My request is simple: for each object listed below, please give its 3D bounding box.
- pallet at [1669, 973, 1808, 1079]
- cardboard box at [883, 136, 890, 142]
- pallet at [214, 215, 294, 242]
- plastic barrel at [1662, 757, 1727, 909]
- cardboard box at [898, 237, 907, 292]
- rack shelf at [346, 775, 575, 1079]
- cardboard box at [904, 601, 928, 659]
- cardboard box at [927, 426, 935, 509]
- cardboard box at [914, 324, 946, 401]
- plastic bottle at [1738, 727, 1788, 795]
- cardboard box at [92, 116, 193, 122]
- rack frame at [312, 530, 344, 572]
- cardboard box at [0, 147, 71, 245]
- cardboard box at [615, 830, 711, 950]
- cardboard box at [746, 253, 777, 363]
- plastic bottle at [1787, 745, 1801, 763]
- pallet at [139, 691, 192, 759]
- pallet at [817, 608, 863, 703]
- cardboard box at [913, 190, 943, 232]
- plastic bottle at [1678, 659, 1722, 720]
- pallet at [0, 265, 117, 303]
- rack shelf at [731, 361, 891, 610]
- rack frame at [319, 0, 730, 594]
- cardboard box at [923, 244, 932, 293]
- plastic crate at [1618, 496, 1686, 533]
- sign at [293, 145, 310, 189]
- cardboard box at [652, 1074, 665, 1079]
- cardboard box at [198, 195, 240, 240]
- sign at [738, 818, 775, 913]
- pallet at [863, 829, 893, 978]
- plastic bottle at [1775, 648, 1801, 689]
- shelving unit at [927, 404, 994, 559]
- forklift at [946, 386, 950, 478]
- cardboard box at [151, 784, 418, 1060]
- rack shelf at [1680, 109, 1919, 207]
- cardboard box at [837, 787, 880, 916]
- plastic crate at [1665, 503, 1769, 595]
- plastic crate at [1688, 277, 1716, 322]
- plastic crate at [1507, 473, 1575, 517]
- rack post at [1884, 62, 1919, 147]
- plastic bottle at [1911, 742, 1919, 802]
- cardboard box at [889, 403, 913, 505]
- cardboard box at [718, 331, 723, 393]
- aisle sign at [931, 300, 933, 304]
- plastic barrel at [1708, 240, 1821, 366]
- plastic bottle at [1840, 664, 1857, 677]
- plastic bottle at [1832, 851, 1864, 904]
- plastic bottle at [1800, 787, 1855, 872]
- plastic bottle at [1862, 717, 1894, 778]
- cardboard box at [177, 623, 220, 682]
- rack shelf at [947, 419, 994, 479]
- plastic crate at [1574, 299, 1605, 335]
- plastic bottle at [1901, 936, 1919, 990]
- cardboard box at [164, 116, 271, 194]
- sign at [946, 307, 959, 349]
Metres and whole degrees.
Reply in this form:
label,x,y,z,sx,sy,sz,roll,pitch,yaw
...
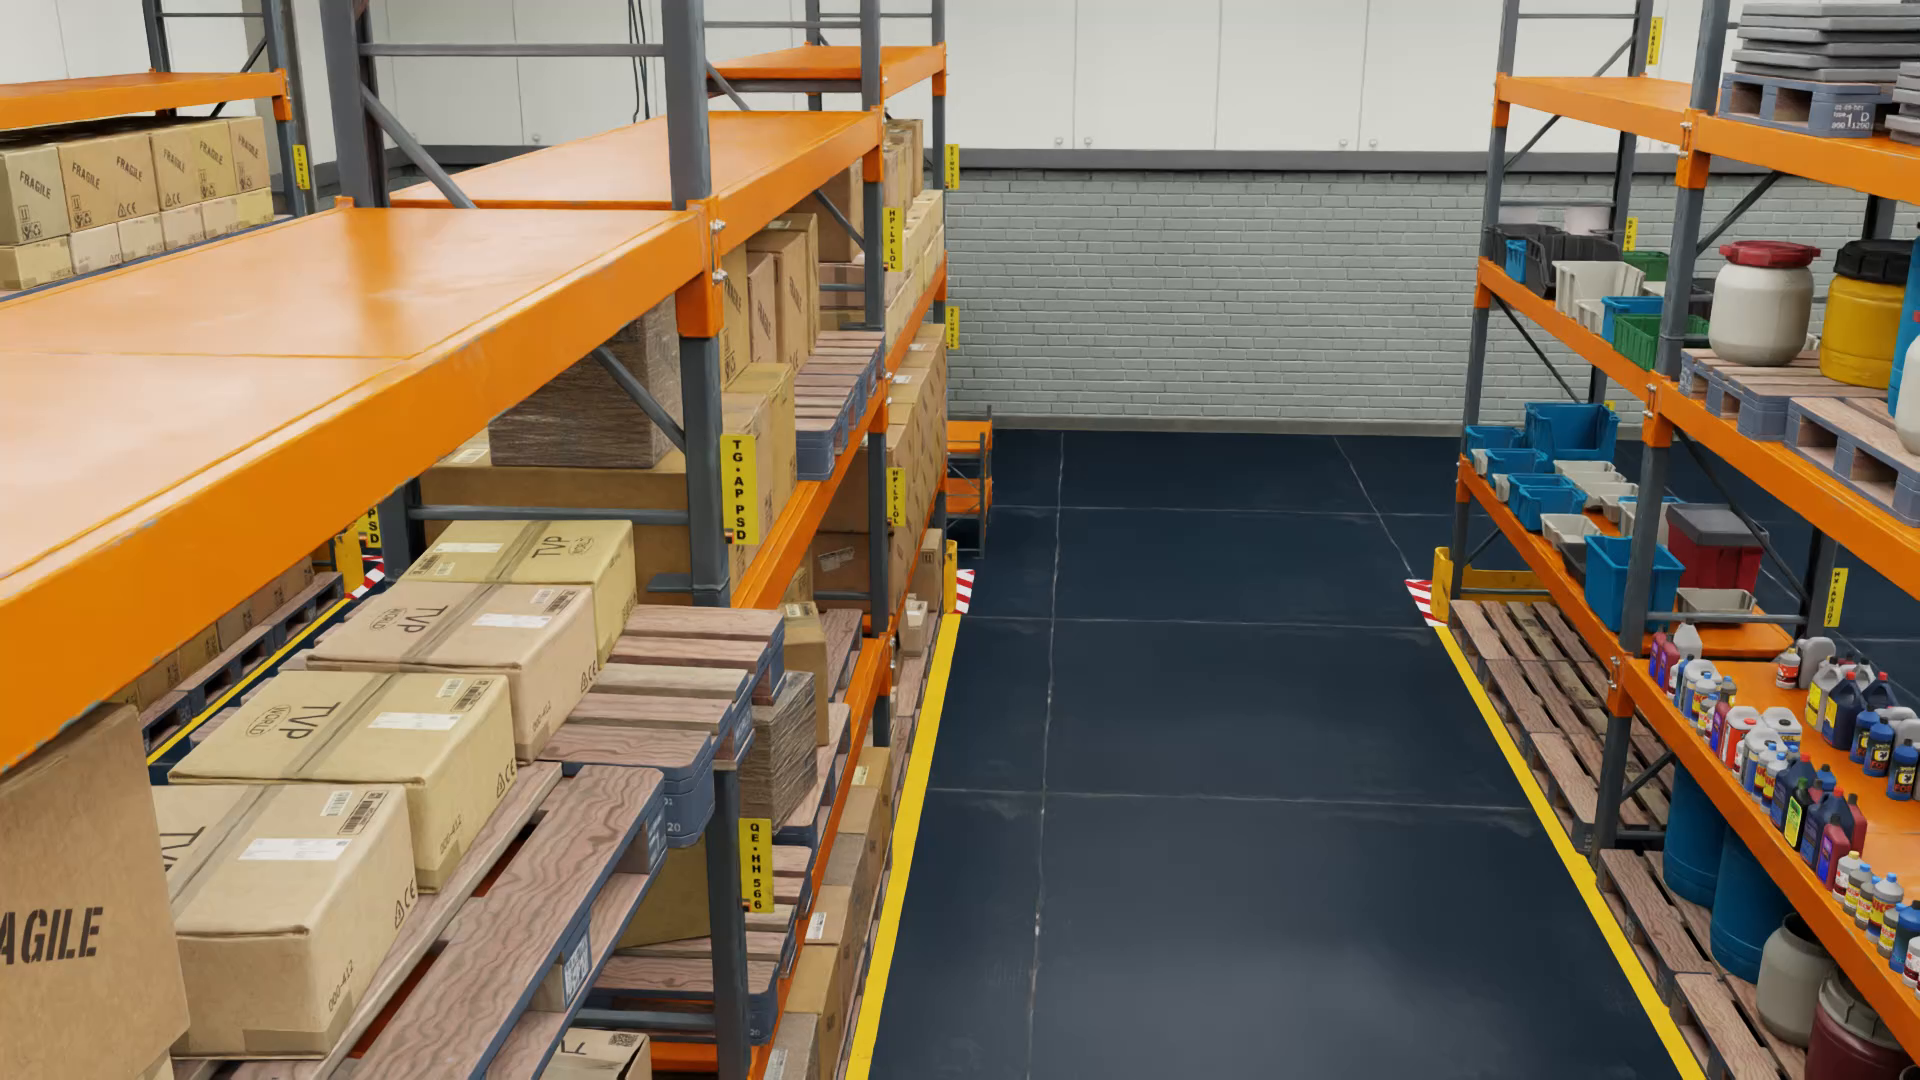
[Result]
label,x,y,z,sx,sy,sz,roll,pitch,yaw
pallet,3.861,2.364,7.369,1.003,0.211,1.213,1,18,4
cardboard box,-0.810,-2.258,10.412,0.700,0.500,0.500,1,18,4
pallet,-5.595,-2.196,12.132,1.003,0.211,1.213,1,18,4
plastic barrel,3.987,1.387,8.570,0.600,0.901,0.708,1,18,4
cardboard box,-0.581,-1.584,9.560,0.500,0.250,0.500,1,18,4
rack shelf,-1.328,1.089,3.122,1.077,0.370,4.000,1,18,4
cardboard box,-0.502,0.633,11.884,0.500,0.250,0.500,1,18,4
cardboard box,-0.447,-0.520,11.532,0.500,0.500,0.500,1,18,4
cardboard box,-0.369,-1.312,12.343,0.500,0.500,0.500,1,18,3
plastic bottle,3.546,0.974,7.332,0.152,0.276,0.135,1,18,4
cardboard box,-5.845,-2.779,11.972,0.500,0.500,0.500,1,18,2
rack frame,-5.552,-1.043,13.289,1.000,3.000,0.127,1,18,4
cardboard box,-5.508,-1.974,9.513,0.500,0.500,0.500,1,18,3
cardboard box,-1.252,1.106,5.896,0.700,0.500,0.500,-5,19,-15
cardboard box,-1.100,-0.842,6.863,0.600,0.600,0.600,1,18,2
plastic bottle,3.672,1.007,7.353,0.097,0.201,0.097,0,18,0
pallet,-5.706,1.290,10.648,1.003,0.211,1.213,1,18,4
pallet,-1.064,0.646,8.444,1.003,0.211,1.213,1,18,4
cardboard box,-0.394,-2.360,11.929,0.500,0.250,0.500,1,18,4
plastic bottle,3.603,0.728,8.083,0.152,0.276,0.135,1,18,4
pallet,-5.770,-1.438,9.819,1.003,0.211,1.213,1,18,4
rack shelf,-1.041,-0.154,6.913,1.077,0.370,4.000,1,18,4
rack frame,-1.185,-1.300,4.438,1.000,3.000,0.127,1,18,4
cardboard box,-0.455,-1.812,11.059,0.500,0.250,0.500,1,18,4
plastic crate,4.438,-0.127,10.667,0.416,0.233,0.300,1,18,4
sign,-5.012,-2.835,12.646,0.100,0.325,0.005,1,18,4
cardboard box,-1.352,1.860,6.533,0.500,0.250,0.500,2,18,6
cardboard box,-5.376,-2.249,11.559,0.500,0.250,0.500,1,18,2
sign,-0.631,1.012,5.158,0.100,0.325,0.005,1,18,4
pallet,-0.918,1.887,8.825,1.003,0.211,1.213,1,18,4
plastic bottle,4.211,0.647,8.449,0.097,0.201,0.097,0,18,0
shelving unit,0.000,-0.537,14.754,0.538,1.125,1.048,1,18,4
forklift,-1.147,-2.229,17.020,1.130,2.935,3.031,-8,20,-22
cardboard box,-1.273,0.647,2.880,0.500,0.250,0.500,0,18,-1
rack shelf,3.899,-1.277,6.167,1.077,0.370,4.000,1,18,4
cardboard box,-0.691,1.600,8.529,0.500,0.500,0.500,1,18,4
plastic crate,4.357,0.090,9.633,0.402,0.464,0.583,1,18,4
plastic crate,4.405,-1.323,9.535,0.497,0.269,0.590,1,18,4
plastic crate,3.889,-0.293,11.171,0.416,0.233,0.300,1,18,4
rack post,4.024,-1.561,6.039,0.937,0.300,0.954,3,18,10
plastic bottle,4.248,0.993,7.275,0.152,0.276,0.135,1,18,4
cardboard box,-0.547,-0.514,9.909,0.500,0.500,0.500,1,18,2
cardboard box,-1.110,-0.691,5.631,0.500,0.500,0.500,1,18,4
aisle sign,-0.301,-2.183,12.594,0.394,0.787,0.004,1,18,4
plastic barrel,3.755,-1.111,7.788,0.433,0.535,0.433,0,18,0
plastic bottle,4.310,0.722,8.100,0.152,0.276,0.135,1,18,4
plastic bottle,3.451,1.303,6.448,0.097,0.201,0.097,0,18,0
plastic bottle,3.494,1.147,6.683,0.144,0.351,0.185,1,18,4
plastic bottle,4.139,0.926,7.486,0.097,0.271,0.097,0,18,0
cardboard box,-5.605,0.642,11.486,0.700,0.500,0.500,2,18,5
rack shelf,0.000,-0.815,14.663,0.538,0.278,1.000,1,18,4
plastic crate,3.754,-1.283,9.628,0.293,0.136,0.466,1,18,4
plastic bottle,3.409,1.485,5.894,0.097,0.201,0.097,0,18,0
cardboard box,-5.333,-2.767,11.935,0.500,0.500,0.500,1,18,4
sign,-0.059,-1.616,12.669,0.100,0.325,0.005,1,18,4
